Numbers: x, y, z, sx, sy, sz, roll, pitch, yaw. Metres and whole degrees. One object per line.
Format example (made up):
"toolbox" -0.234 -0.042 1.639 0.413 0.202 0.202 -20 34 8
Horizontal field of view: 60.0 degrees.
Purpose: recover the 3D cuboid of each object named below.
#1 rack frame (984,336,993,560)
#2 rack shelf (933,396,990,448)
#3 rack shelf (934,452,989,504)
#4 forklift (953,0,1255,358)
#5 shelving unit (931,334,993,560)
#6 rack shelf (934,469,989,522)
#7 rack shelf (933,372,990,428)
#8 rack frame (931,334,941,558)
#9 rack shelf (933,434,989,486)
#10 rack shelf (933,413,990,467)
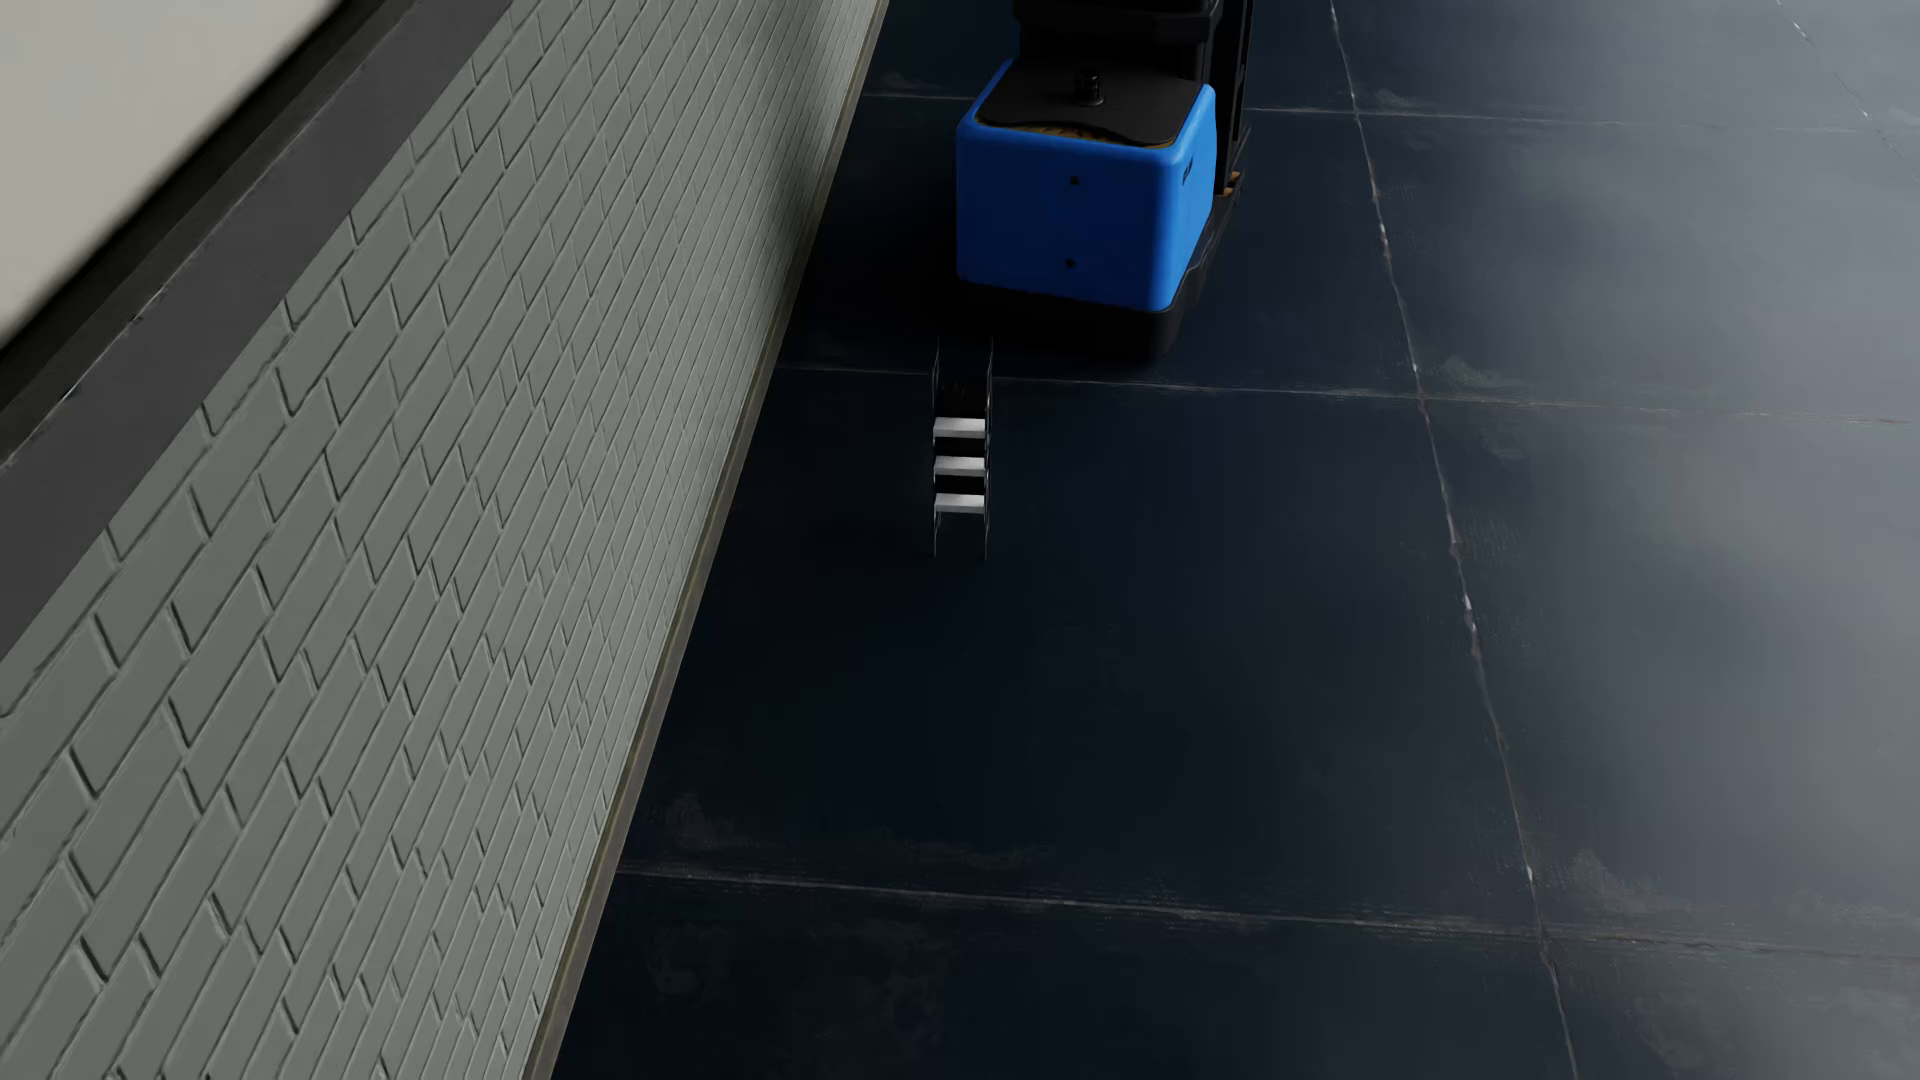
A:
"rack frame" 0.109 -0.343 6.459 0.006 0.900 0.240 3 39 4
"rack shelf" 0.008 -0.462 6.373 0.200 0.077 0.258 3 39 4
"rack shelf" 0.008 -0.253 6.543 0.200 0.077 0.258 3 39 4
"forklift" 0.904 -2.914 8.008 1.130 2.935 3.031 11 41 14
"shelving unit" 0.008 -0.349 6.465 0.210 0.900 0.258 3 39 4
"rack shelf" 0.008 -0.183 6.600 0.200 0.077 0.258 3 39 4
"rack shelf" 0.008 -0.532 6.316 0.200 0.077 0.258 3 39 4
"rack frame" -0.093 -0.354 6.472 0.006 0.900 0.240 3 39 4
"rack shelf" 0.008 -0.323 6.486 0.200 0.077 0.258 3 39 4
"rack shelf" 0.008 -0.392 6.430 0.200 0.077 0.258 3 39 4
